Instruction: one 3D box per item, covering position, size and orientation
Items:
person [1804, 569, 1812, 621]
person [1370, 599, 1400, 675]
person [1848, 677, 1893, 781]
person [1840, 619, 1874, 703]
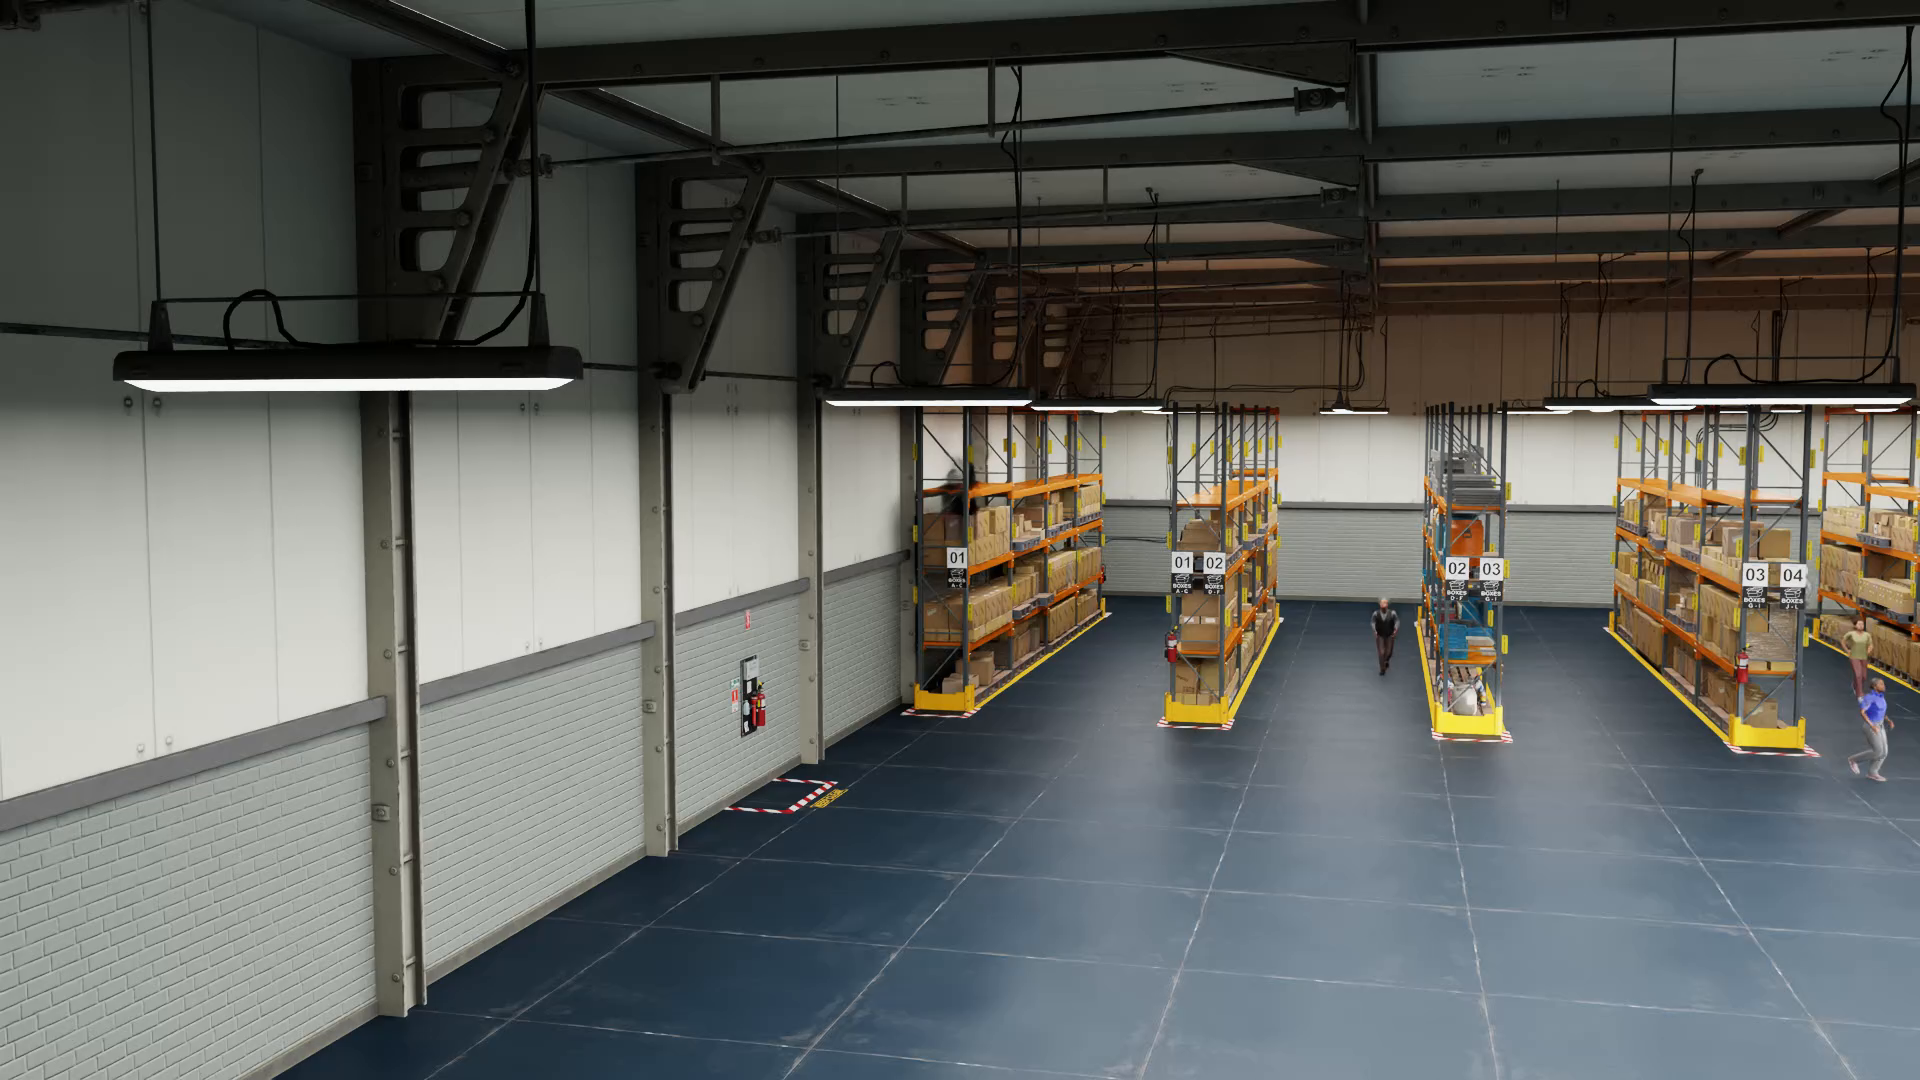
[{"bbox_3d":[22.366,1.620,44.223,0.546,1.754,0.681,0,4,-7],"label":"person"},{"bbox_3d":[9.459,2.154,37.043,0.663,1.690,0.540,1,4,17],"label":"person"},{"bbox_3d":[14.426,2.977,26.330,0.597,1.631,0.556,-3,5,-39],"label":"person"},{"bbox_3d":[18.138,2.413,33.607,0.587,1.663,0.769,1,4,10],"label":"person"}]
